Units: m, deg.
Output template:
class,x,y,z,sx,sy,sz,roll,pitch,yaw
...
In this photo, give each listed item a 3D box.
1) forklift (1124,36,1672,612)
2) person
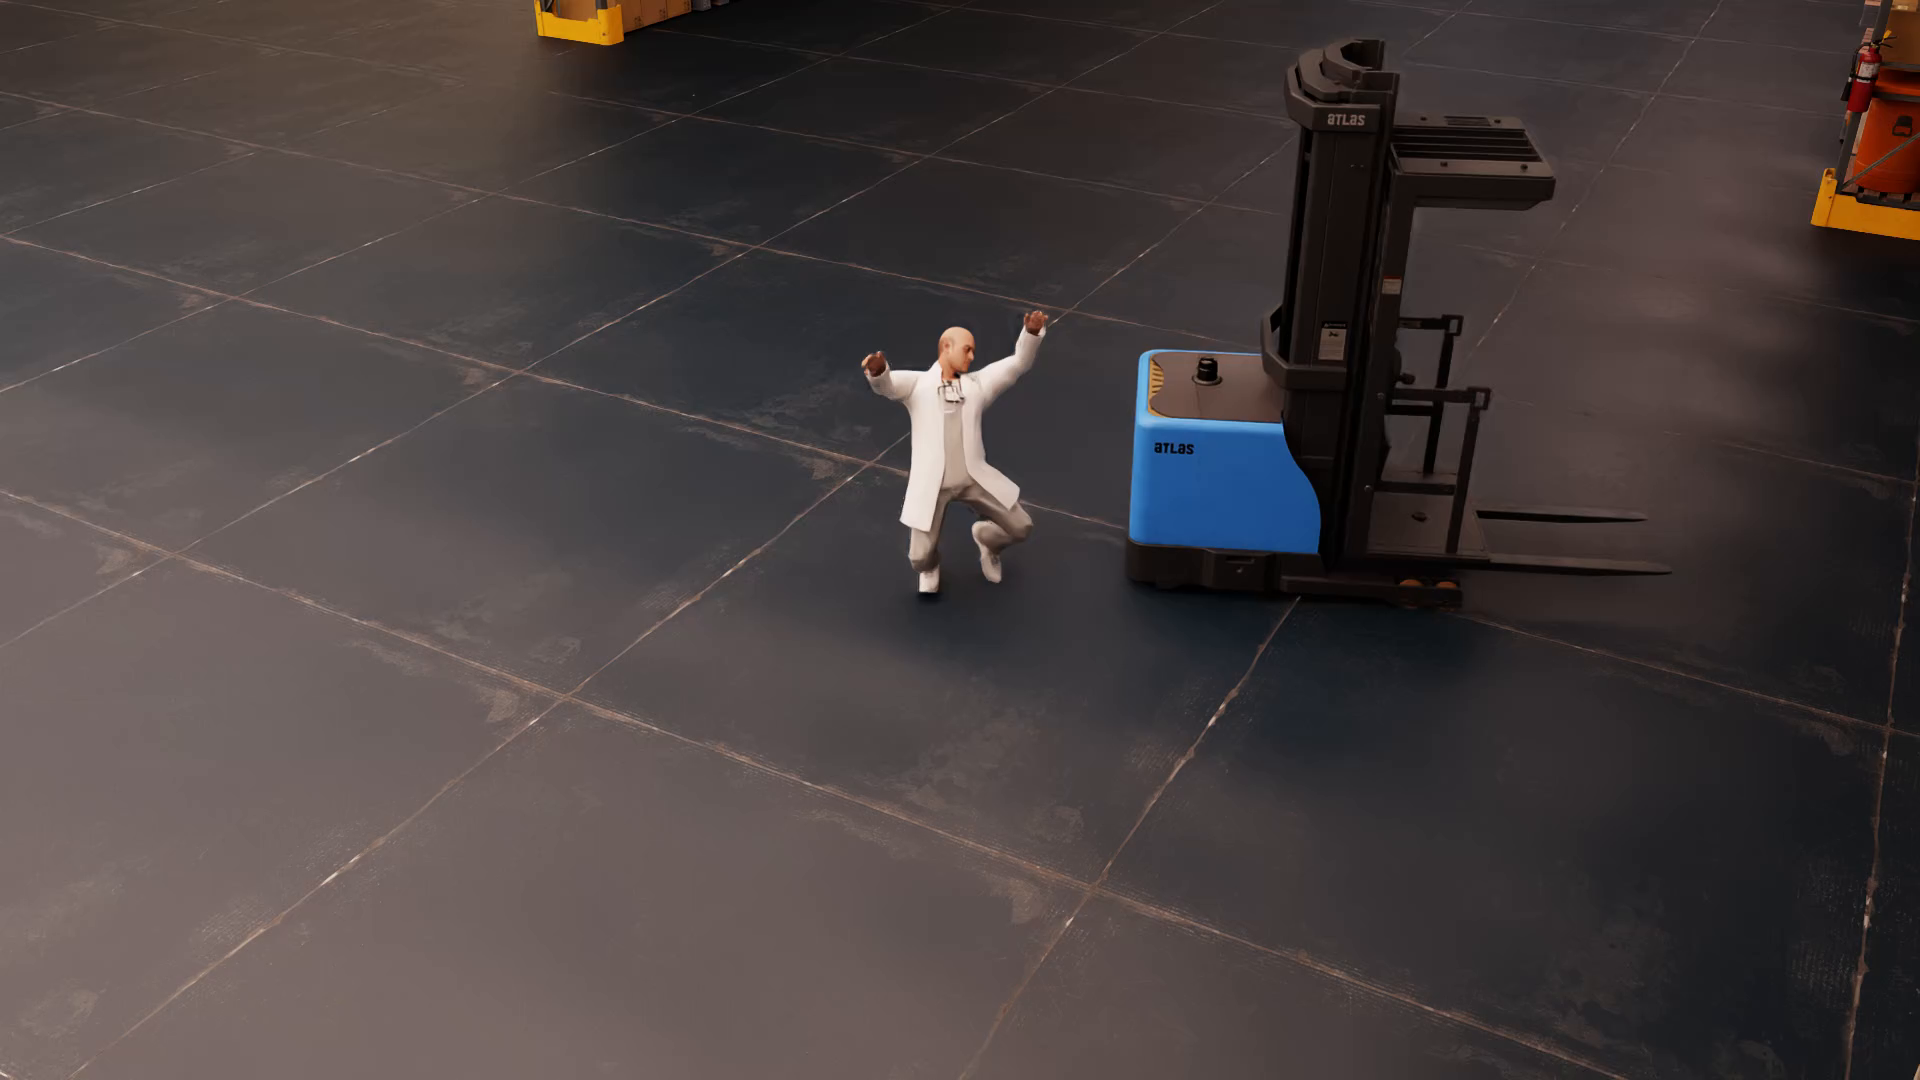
class,x,y,z,sx,sy,sz,roll,pitch,yaw
forklift,2.498,-1.150,9.064,3.031,2.935,1.130,3,30,6
person,-0.069,-0.473,9.133,1.049,1.714,0.733,-8,31,-14
